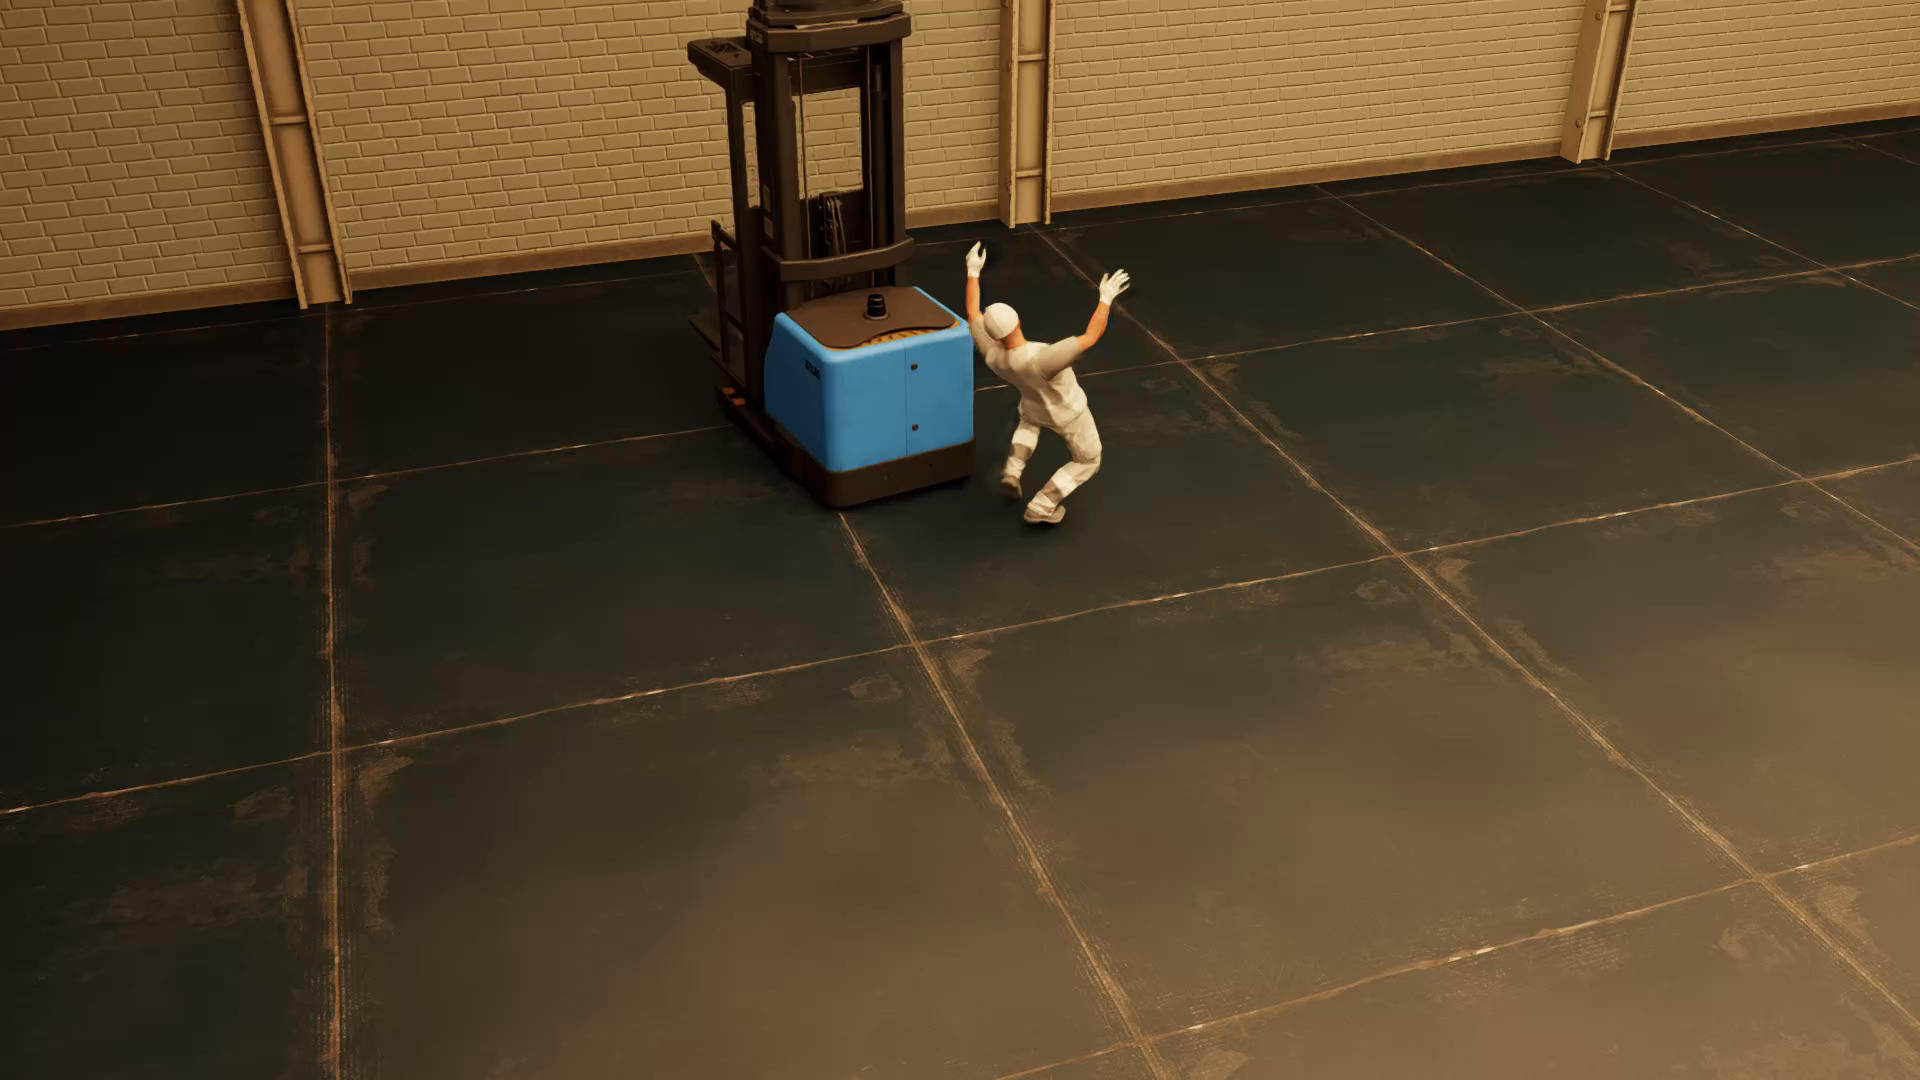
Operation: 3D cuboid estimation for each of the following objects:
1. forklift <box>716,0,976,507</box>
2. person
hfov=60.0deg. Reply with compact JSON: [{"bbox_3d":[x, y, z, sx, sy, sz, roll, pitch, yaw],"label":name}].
[{"bbox_3d":[-1.042,-2.179,10.875,1.130,2.935,3.031,-15,33,-24],"label":"forklift"},{"bbox_3d":[0.405,-0.917,9.887,0.999,1.548,0.774,24,37,35],"label":"person"}]
